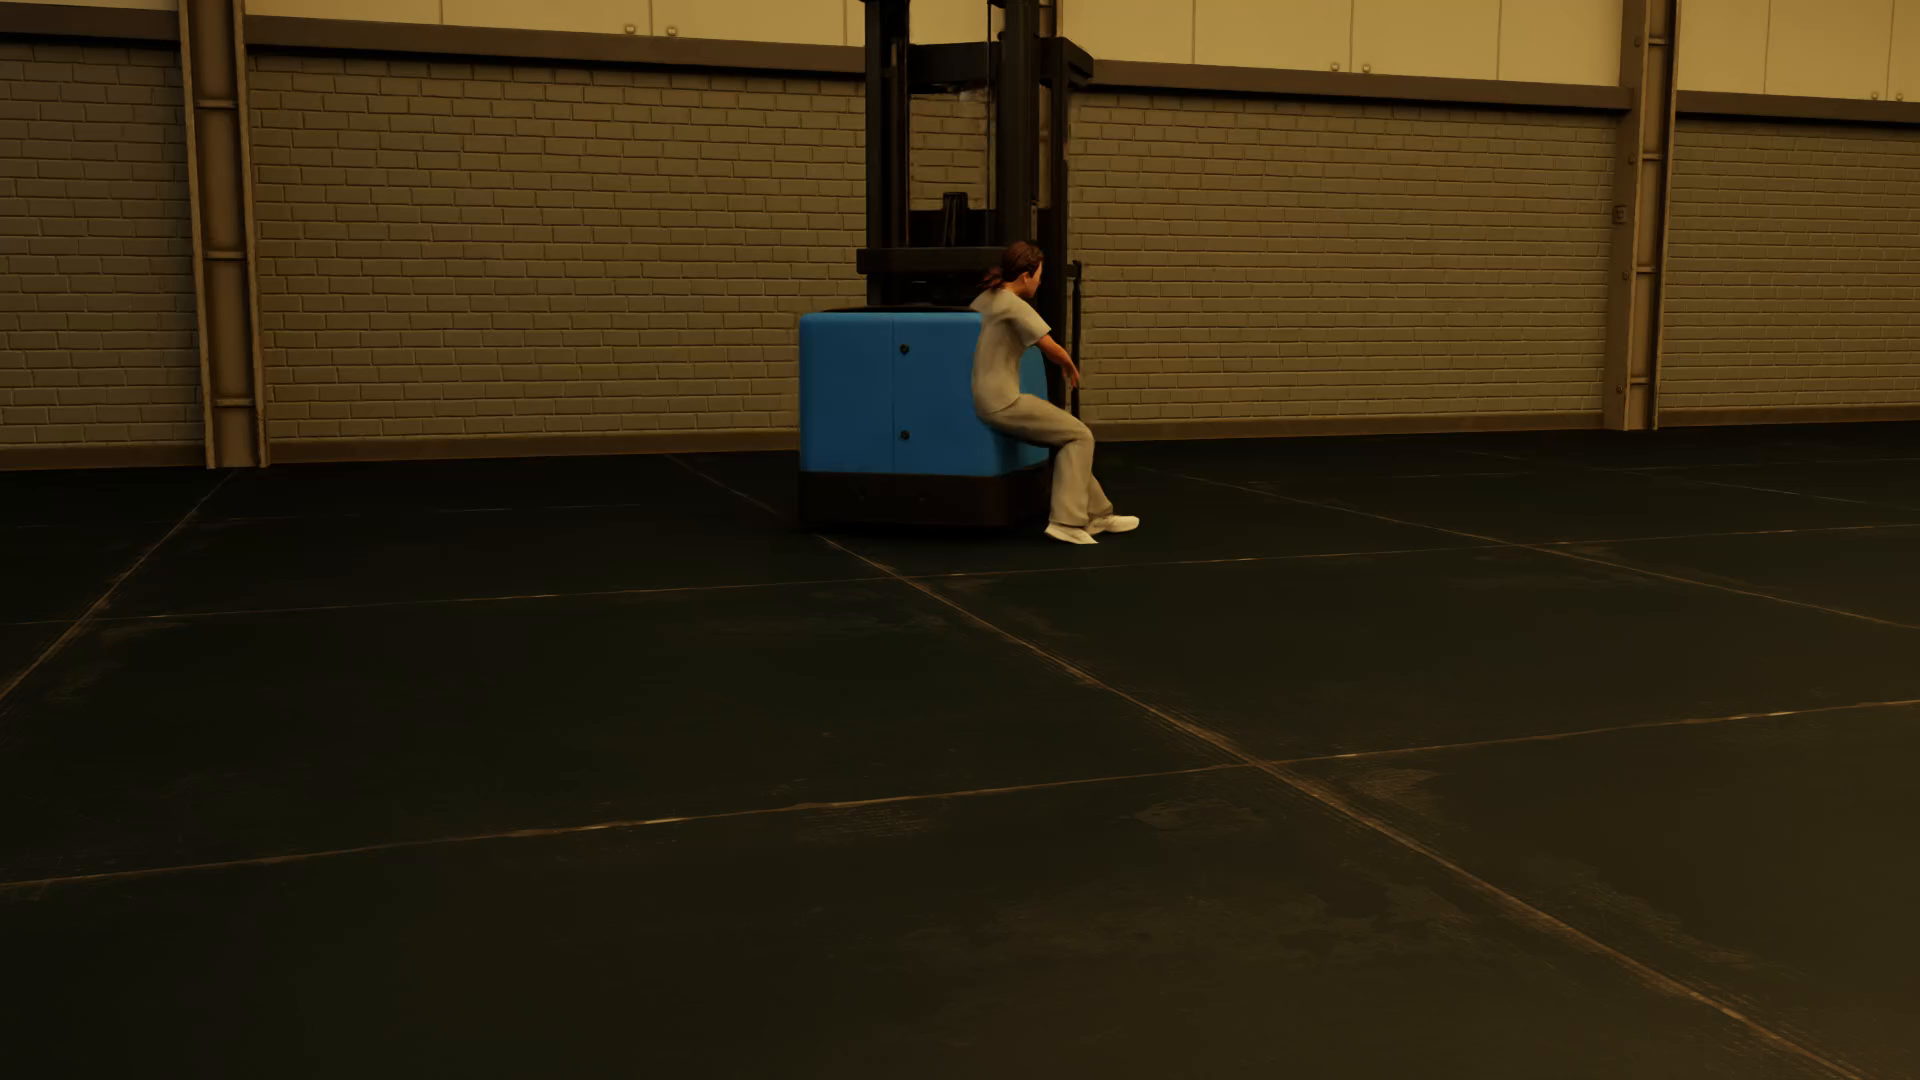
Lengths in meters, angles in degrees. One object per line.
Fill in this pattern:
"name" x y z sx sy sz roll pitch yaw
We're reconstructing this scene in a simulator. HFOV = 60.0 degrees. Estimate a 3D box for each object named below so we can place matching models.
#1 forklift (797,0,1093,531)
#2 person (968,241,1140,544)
"forklift" 0.108 -1.653 9.204 1.130 2.935 3.031 2 8 16
"person" 0.435 -0.686 7.991 0.881 1.468 0.677 -4 9 -25
